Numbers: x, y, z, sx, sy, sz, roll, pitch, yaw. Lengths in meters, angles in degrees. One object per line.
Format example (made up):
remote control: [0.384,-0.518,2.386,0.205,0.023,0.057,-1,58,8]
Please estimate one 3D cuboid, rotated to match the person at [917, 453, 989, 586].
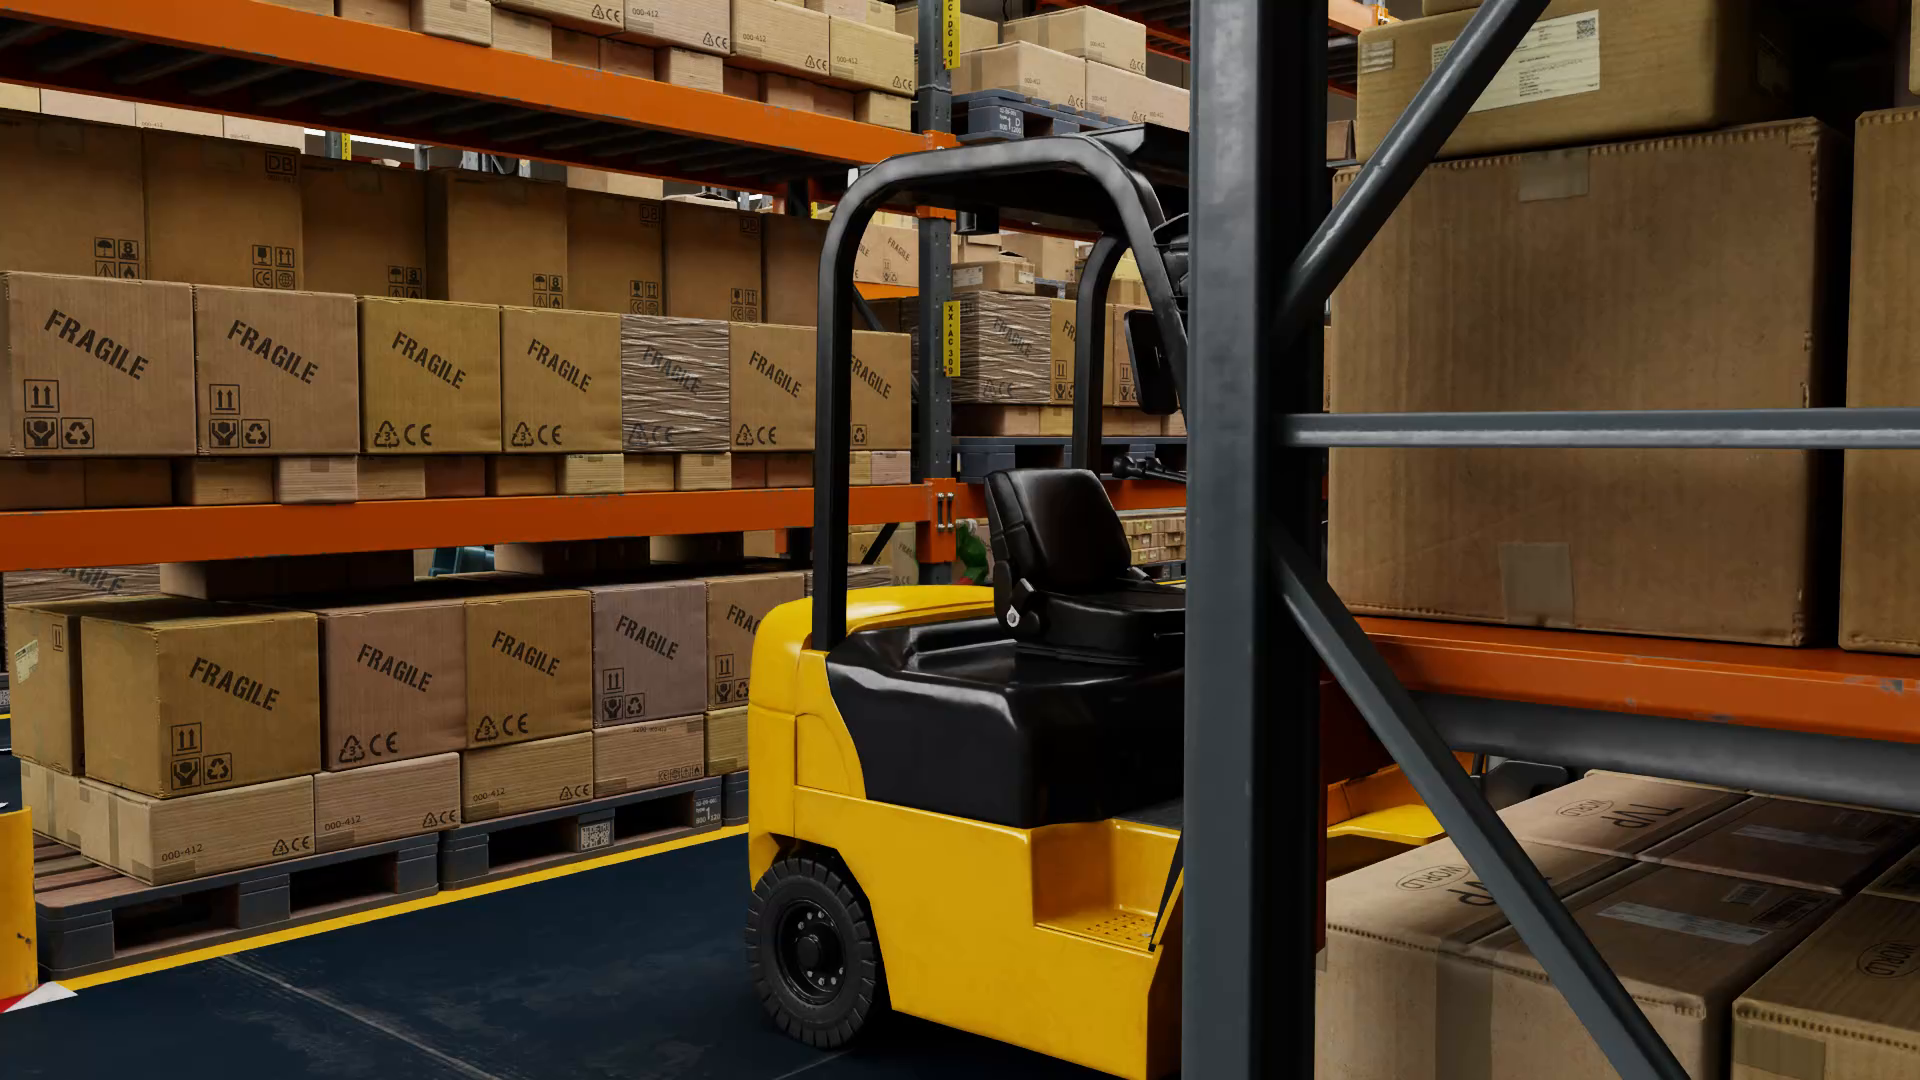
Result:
person: [-0.094,-0.013,12.520,0.645,1.507,0.683,3,4,37]
